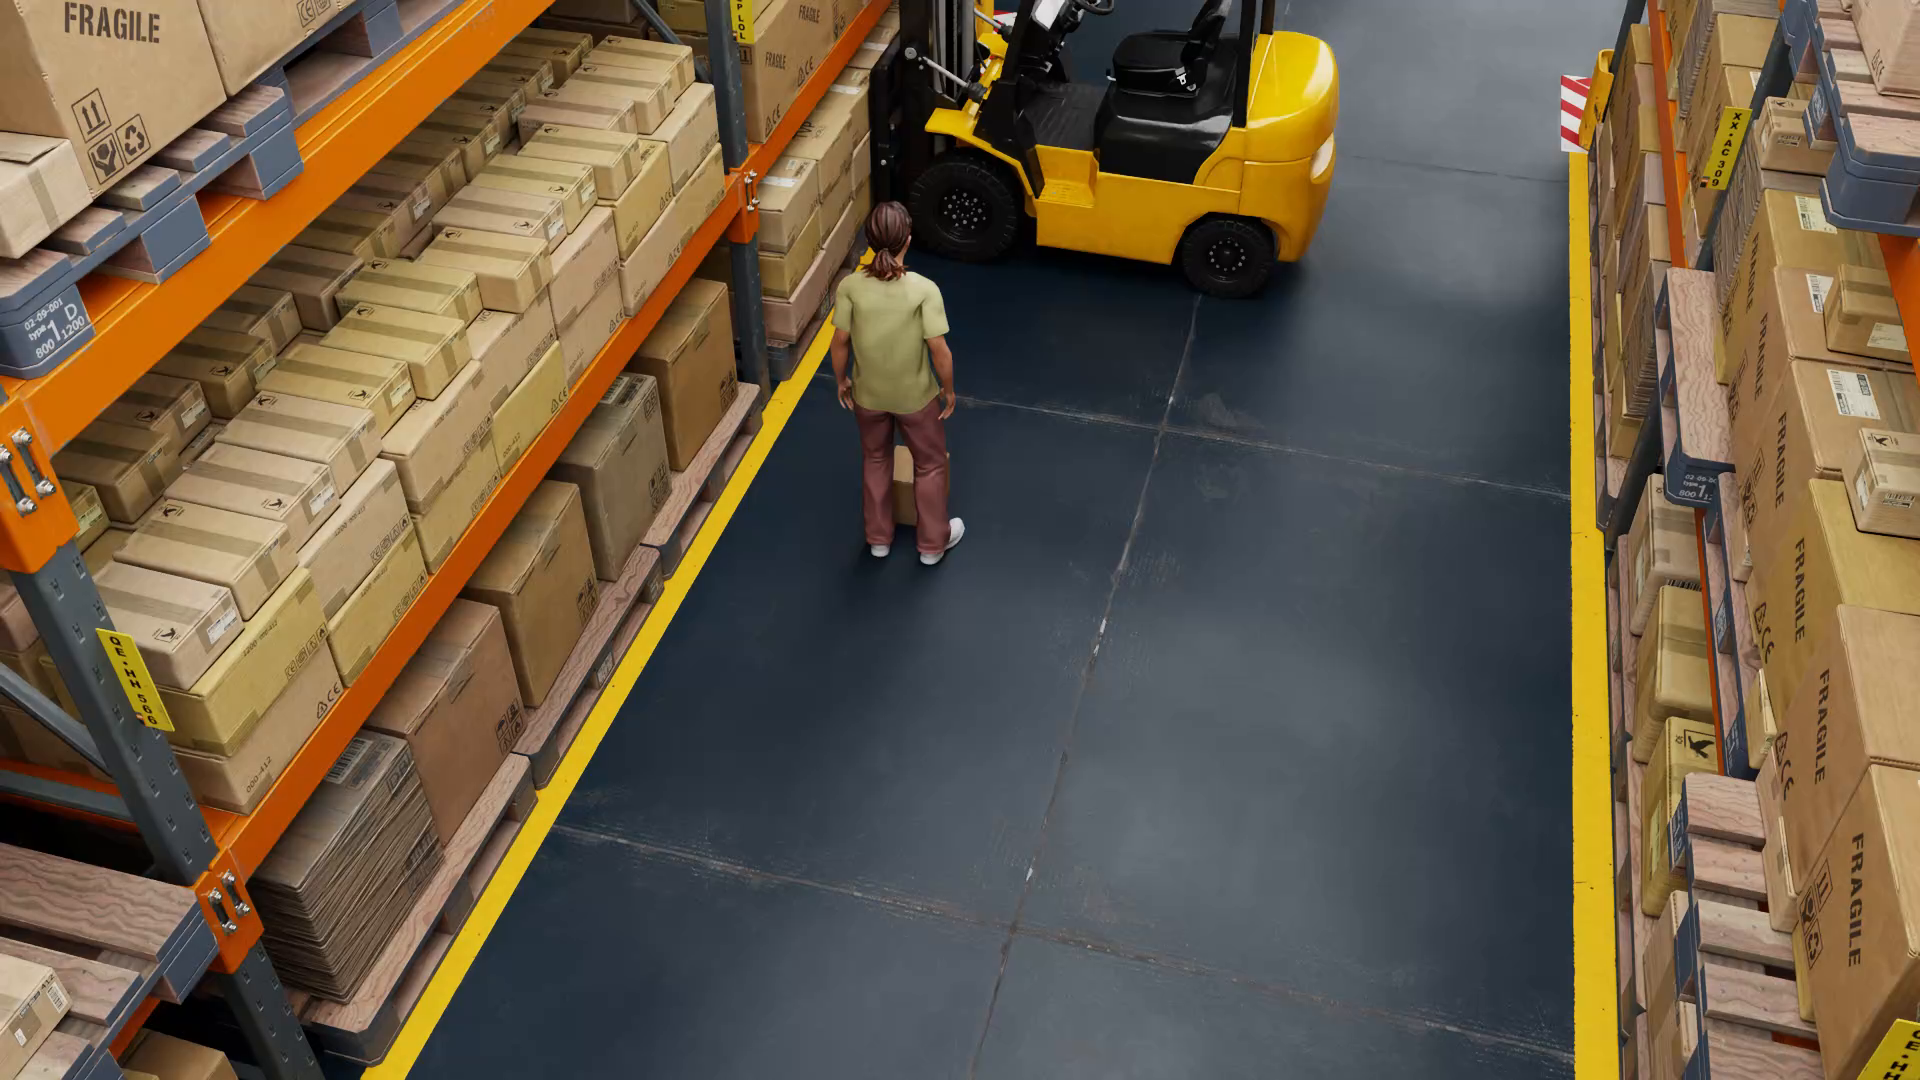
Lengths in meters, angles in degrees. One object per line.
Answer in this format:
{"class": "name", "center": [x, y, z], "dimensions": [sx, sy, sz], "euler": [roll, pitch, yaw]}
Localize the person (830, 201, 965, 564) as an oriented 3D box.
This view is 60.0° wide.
{"class": "person", "center": [-0.258, -0.617, 6.865], "dimensions": [0.517, 1.671, 0.363], "euler": [8, 42, 9]}
